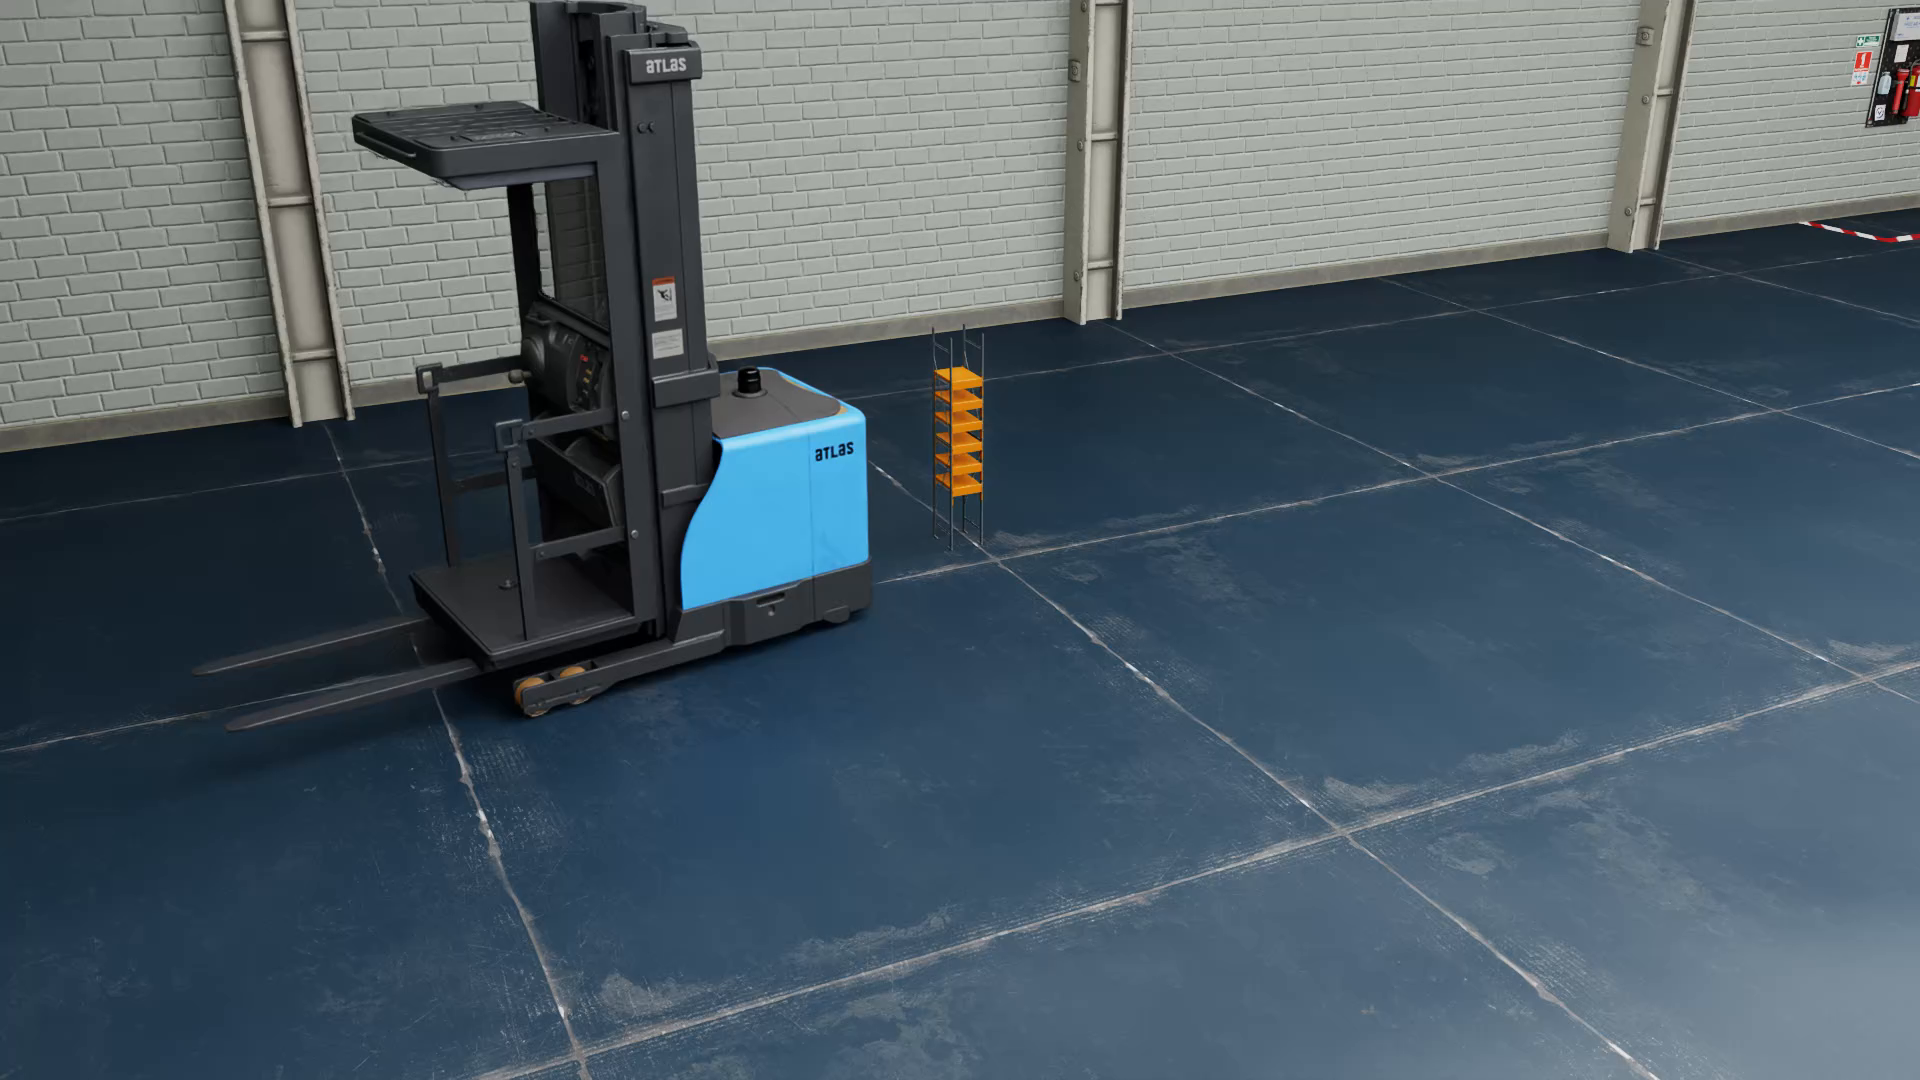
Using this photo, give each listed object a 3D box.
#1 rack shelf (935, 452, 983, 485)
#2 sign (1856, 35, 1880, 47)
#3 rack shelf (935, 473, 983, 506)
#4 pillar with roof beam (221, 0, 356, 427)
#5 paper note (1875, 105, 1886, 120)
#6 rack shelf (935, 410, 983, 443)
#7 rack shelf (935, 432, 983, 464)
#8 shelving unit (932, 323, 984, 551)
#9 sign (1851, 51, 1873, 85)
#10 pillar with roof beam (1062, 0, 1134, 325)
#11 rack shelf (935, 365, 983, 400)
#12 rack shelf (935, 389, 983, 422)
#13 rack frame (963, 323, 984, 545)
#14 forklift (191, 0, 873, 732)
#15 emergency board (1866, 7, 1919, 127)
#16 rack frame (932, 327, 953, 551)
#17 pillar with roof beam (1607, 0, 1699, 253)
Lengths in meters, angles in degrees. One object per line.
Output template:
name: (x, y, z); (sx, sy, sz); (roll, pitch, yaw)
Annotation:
rack shelf: (-0.013, -0.400, 9.078); (0.180, 0.103, 0.258); (-10, 25, -24)
sign: (9.119, -5.011, 16.695); (0.331, 0.109, 0.001); (-10, 25, -24)
rack shelf: (-0.013, -0.289, 9.124); (0.180, 0.103, 0.258); (-10, 25, -24)
pillar with roof beam: (-2.455, -3.508, 5.959); (0.400, 9.000, 9.100); (-10, 25, -24)
paper note: (9.464, -4.396, 17.100); (0.142, 0.148, 0.016); (-10, 25, -24)
rack shelf: (-0.013, -0.622, 8.986); (0.180, 0.103, 0.258); (-10, 25, -24)
rack shelf: (-0.013, -0.511, 9.032); (0.180, 0.103, 0.258); (-10, 25, -24)
shelving unit: (-0.013, -0.552, 9.015); (0.189, 1.200, 0.258); (-10, 25, -24)
sign: (9.111, -4.769, 16.802); (0.234, 0.329, 0.001); (-10, 25, -24)
pillar with roof beam: (2.951, -4.503, 8.363); (0.400, 9.000, 9.100); (-10, 25, -24)
rack shelf: (-0.013, -0.844, 8.894); (0.180, 0.103, 0.258); (-10, 25, -24)
rack shelf: (-0.013, -0.733, 8.940); (0.180, 0.103, 0.258); (-10, 25, -24)
rack frame: (0.069, -0.567, 9.051); (0.006, 1.200, 0.240); (-10, 25, -24)
forklift: (-1.938, -0.804, 7.359); (3.031, 2.935, 1.130); (-15, 27, -32)
emergency board: (9.654, -4.809, 16.945); (0.643, 1.169, 0.194); (-10, 25, -24)
rack frame: (-0.095, -0.537, 8.978); (0.006, 1.200, 0.240); (-10, 25, -24)
pillar with roof beam: (8.358, -5.498, 10.767); (0.400, 9.000, 9.100); (-10, 25, -24)
